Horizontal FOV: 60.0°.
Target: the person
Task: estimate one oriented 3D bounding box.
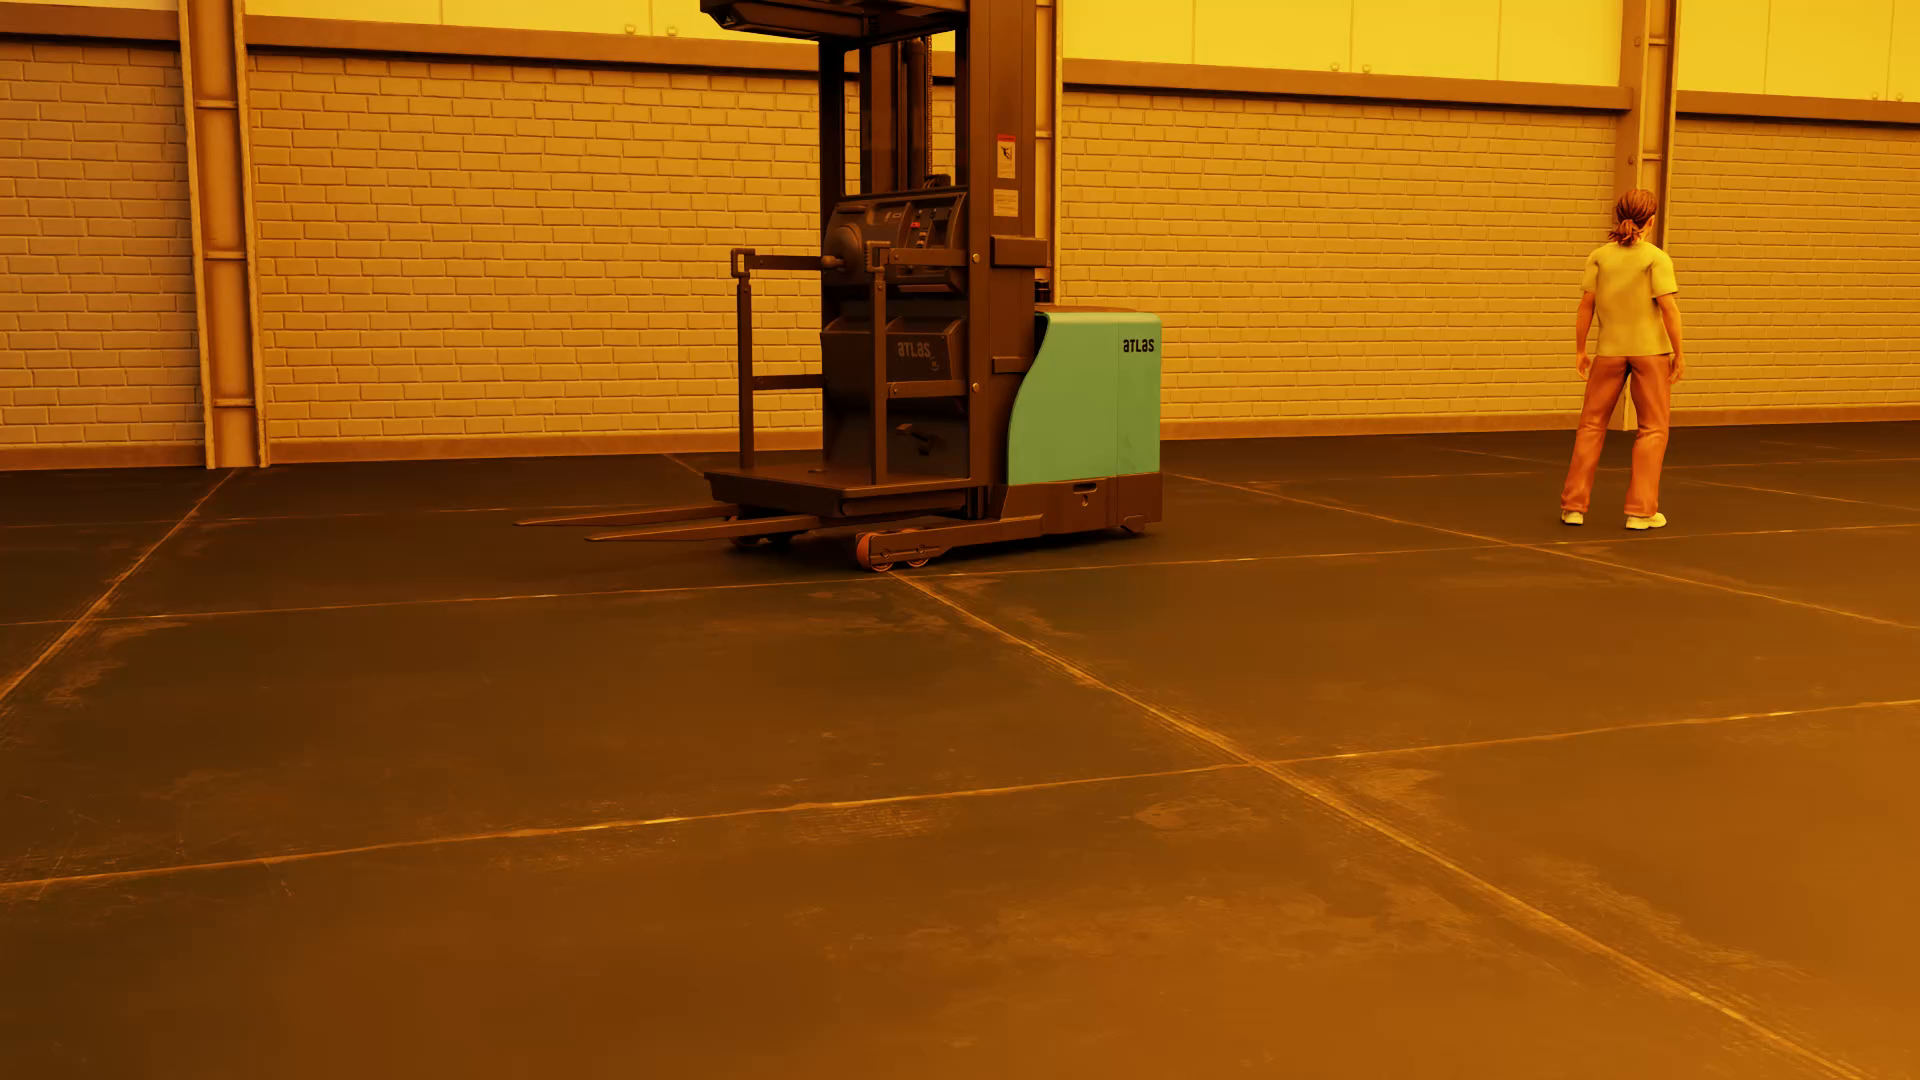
[{"bbox_3d":[3.312,-0.898,8.320,0.593,1.674,0.400,6,10,36],"label":"person"}]

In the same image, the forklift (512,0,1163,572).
[{"bbox_3d":[-0.461,-1.399,7.333,3.031,2.935,1.130,-7,10,-40],"label":"forklift"}]
